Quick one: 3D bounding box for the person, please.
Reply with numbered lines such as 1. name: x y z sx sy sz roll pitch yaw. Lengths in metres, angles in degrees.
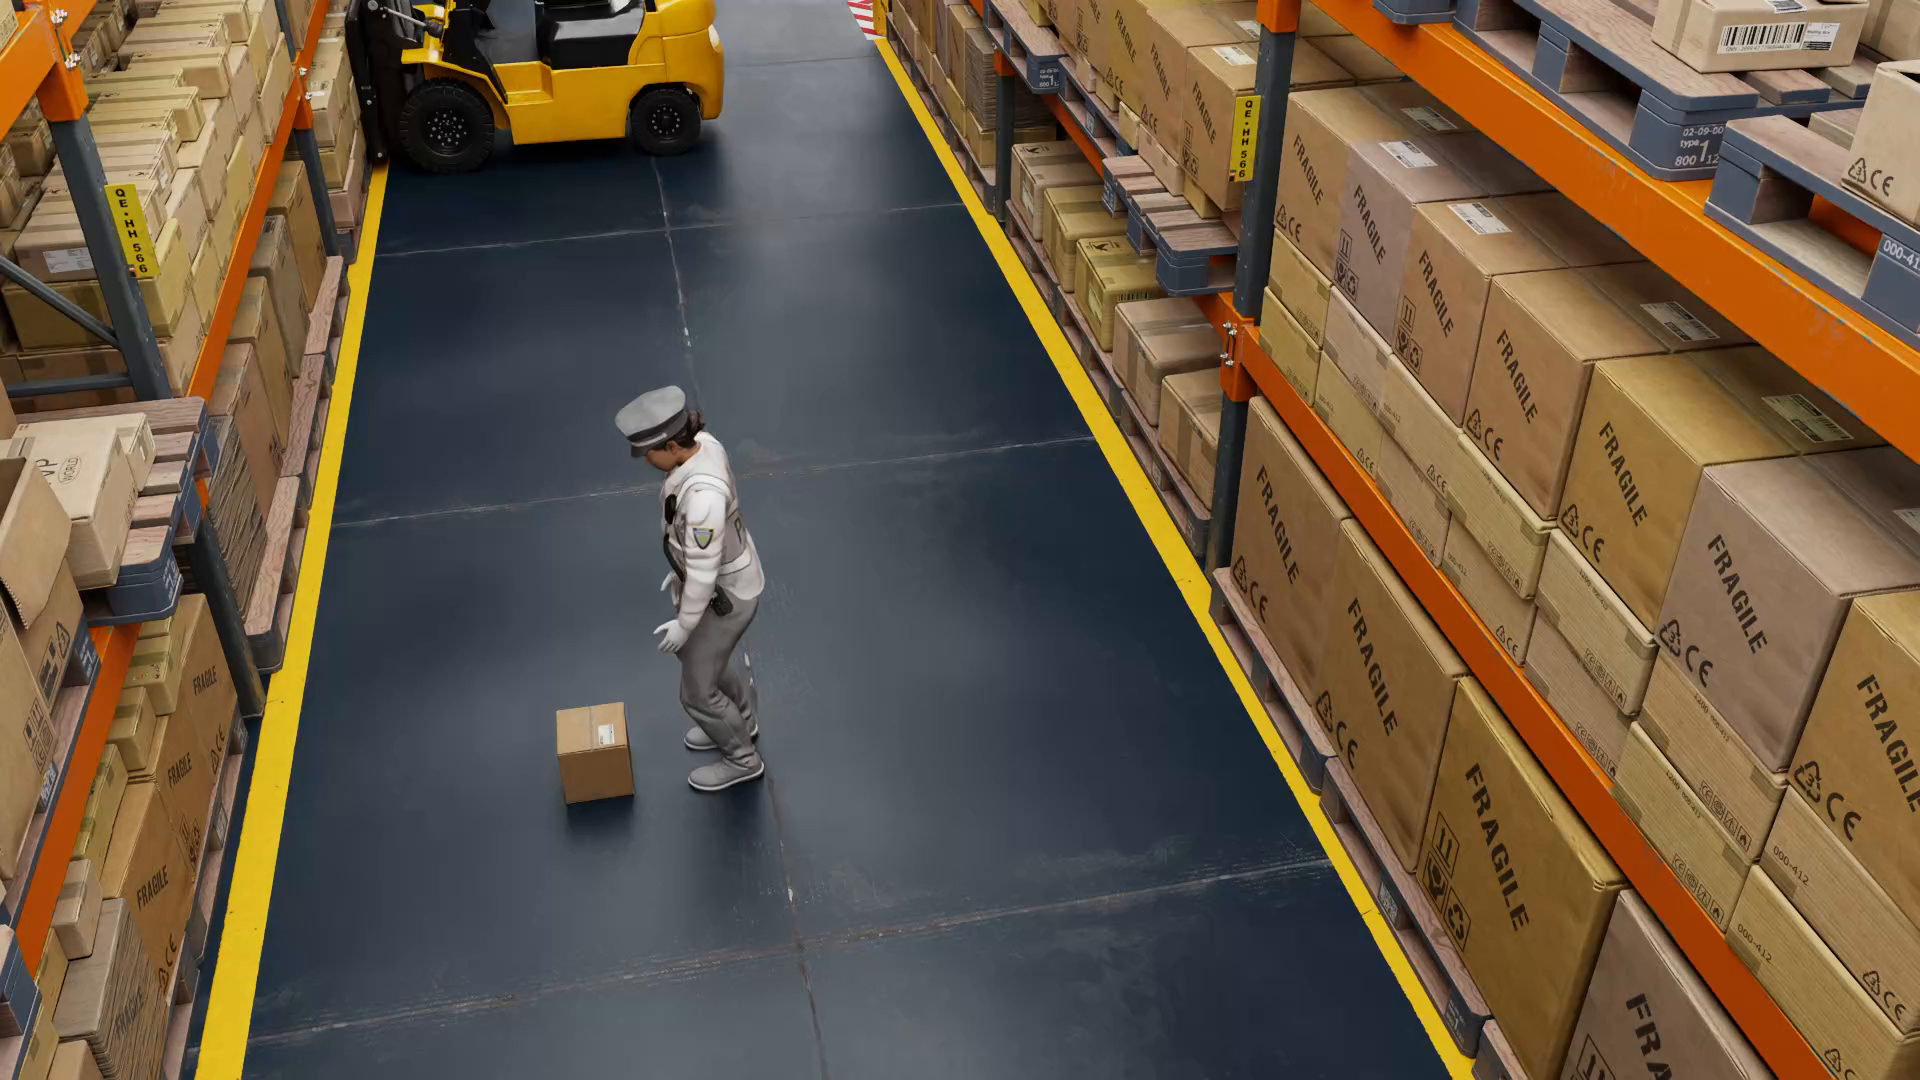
1. person: -0.915 0.196 5.904 0.446 1.626 0.500 -6 35 -9
